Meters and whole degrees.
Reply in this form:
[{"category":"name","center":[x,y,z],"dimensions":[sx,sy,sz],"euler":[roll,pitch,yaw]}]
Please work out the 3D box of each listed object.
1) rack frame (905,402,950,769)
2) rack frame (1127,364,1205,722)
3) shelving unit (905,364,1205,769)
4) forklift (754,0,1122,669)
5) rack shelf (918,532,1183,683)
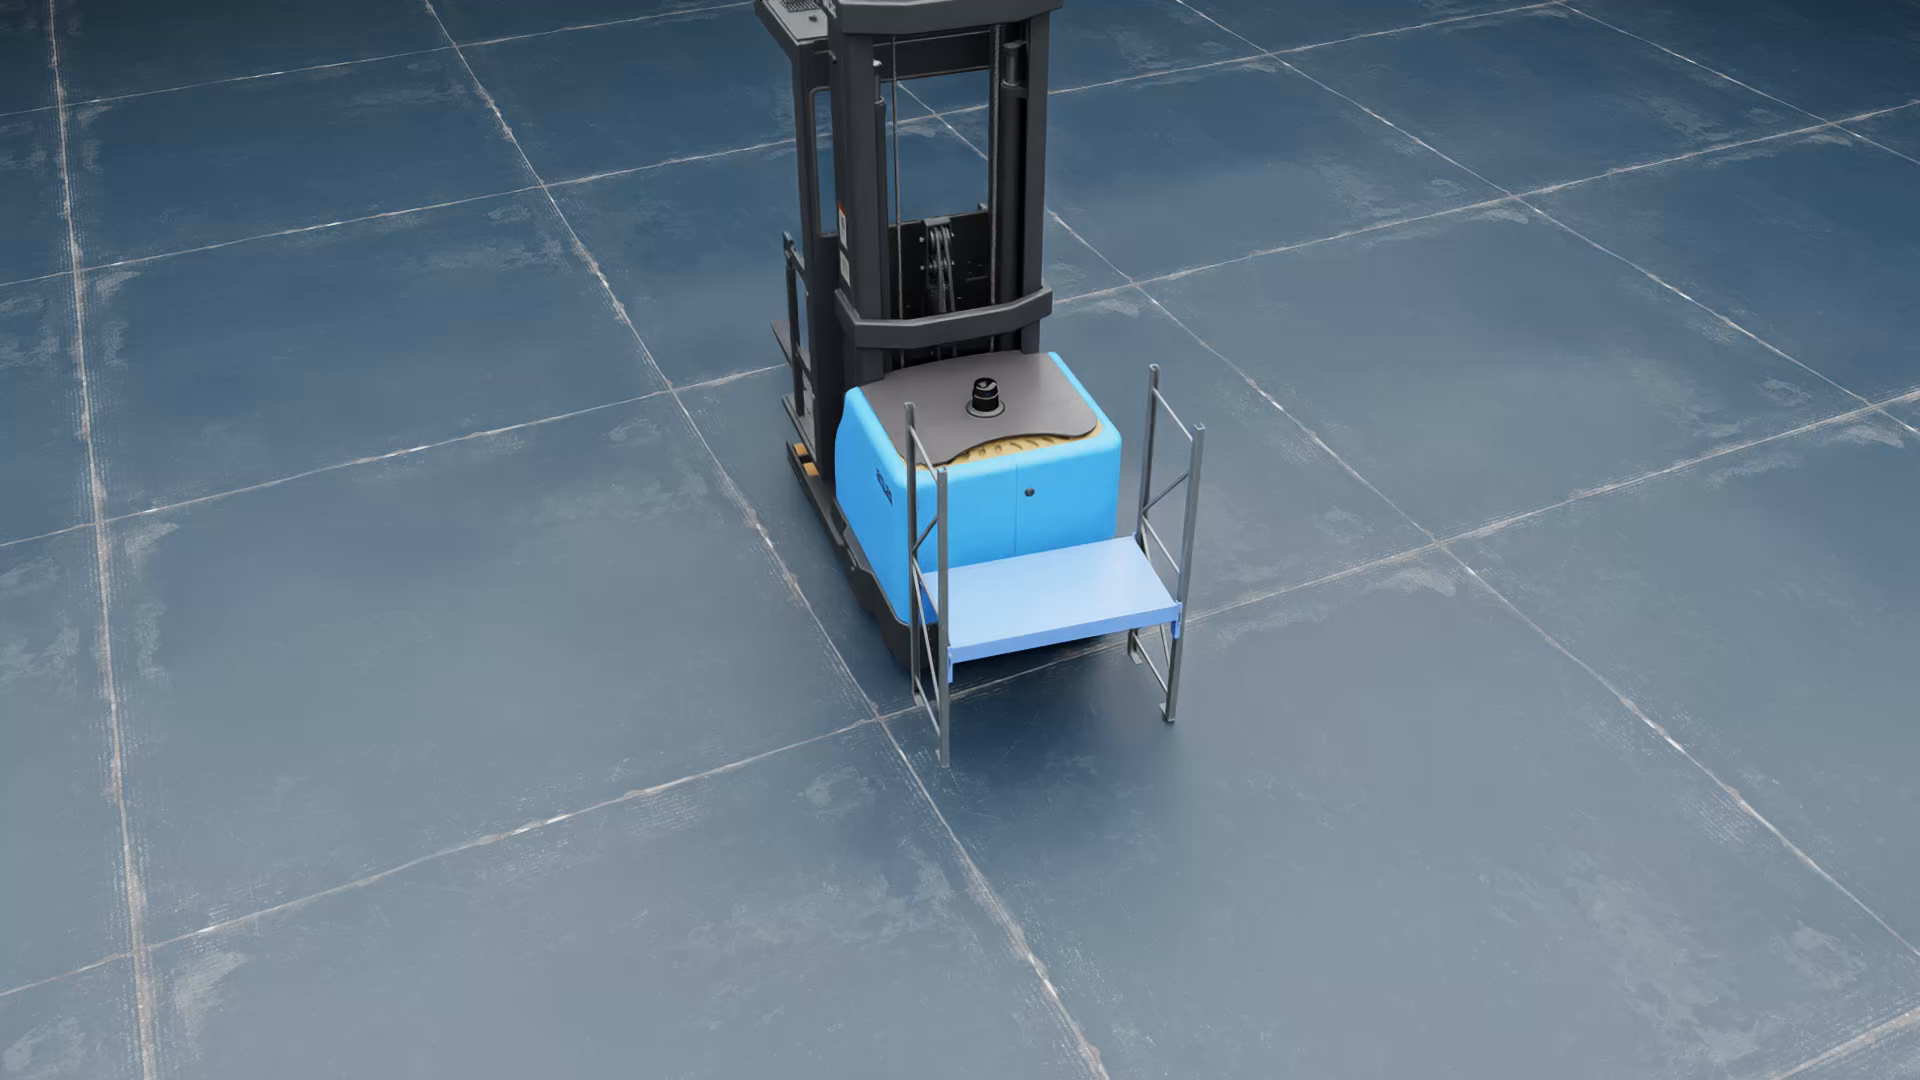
[{"category":"rack frame","center":[-0.129,0.211,6.707],"dimensions":[0.032,1.500,0.500],"euler":[-10,38,-13]},{"category":"rack frame","center":[0.846,0.039,6.938],"dimensions":[0.032,1.500,0.500],"euler":[-10,38,-13]},{"category":"shelving unit","center":[0.358,0.125,6.823],"dimensions":[1.048,1.500,0.538],"euler":[-10,38,-13]},{"category":"forklift","center":[-0.264,-1.486,7.794],"dimensions":[1.130,2.935,3.031],"euler":[-12,38,-16]},{"category":"rack shelf","center":[0.358,0.269,6.930],"dimensions":[1.000,0.185,0.538],"euler":[-10,38,-13]}]
